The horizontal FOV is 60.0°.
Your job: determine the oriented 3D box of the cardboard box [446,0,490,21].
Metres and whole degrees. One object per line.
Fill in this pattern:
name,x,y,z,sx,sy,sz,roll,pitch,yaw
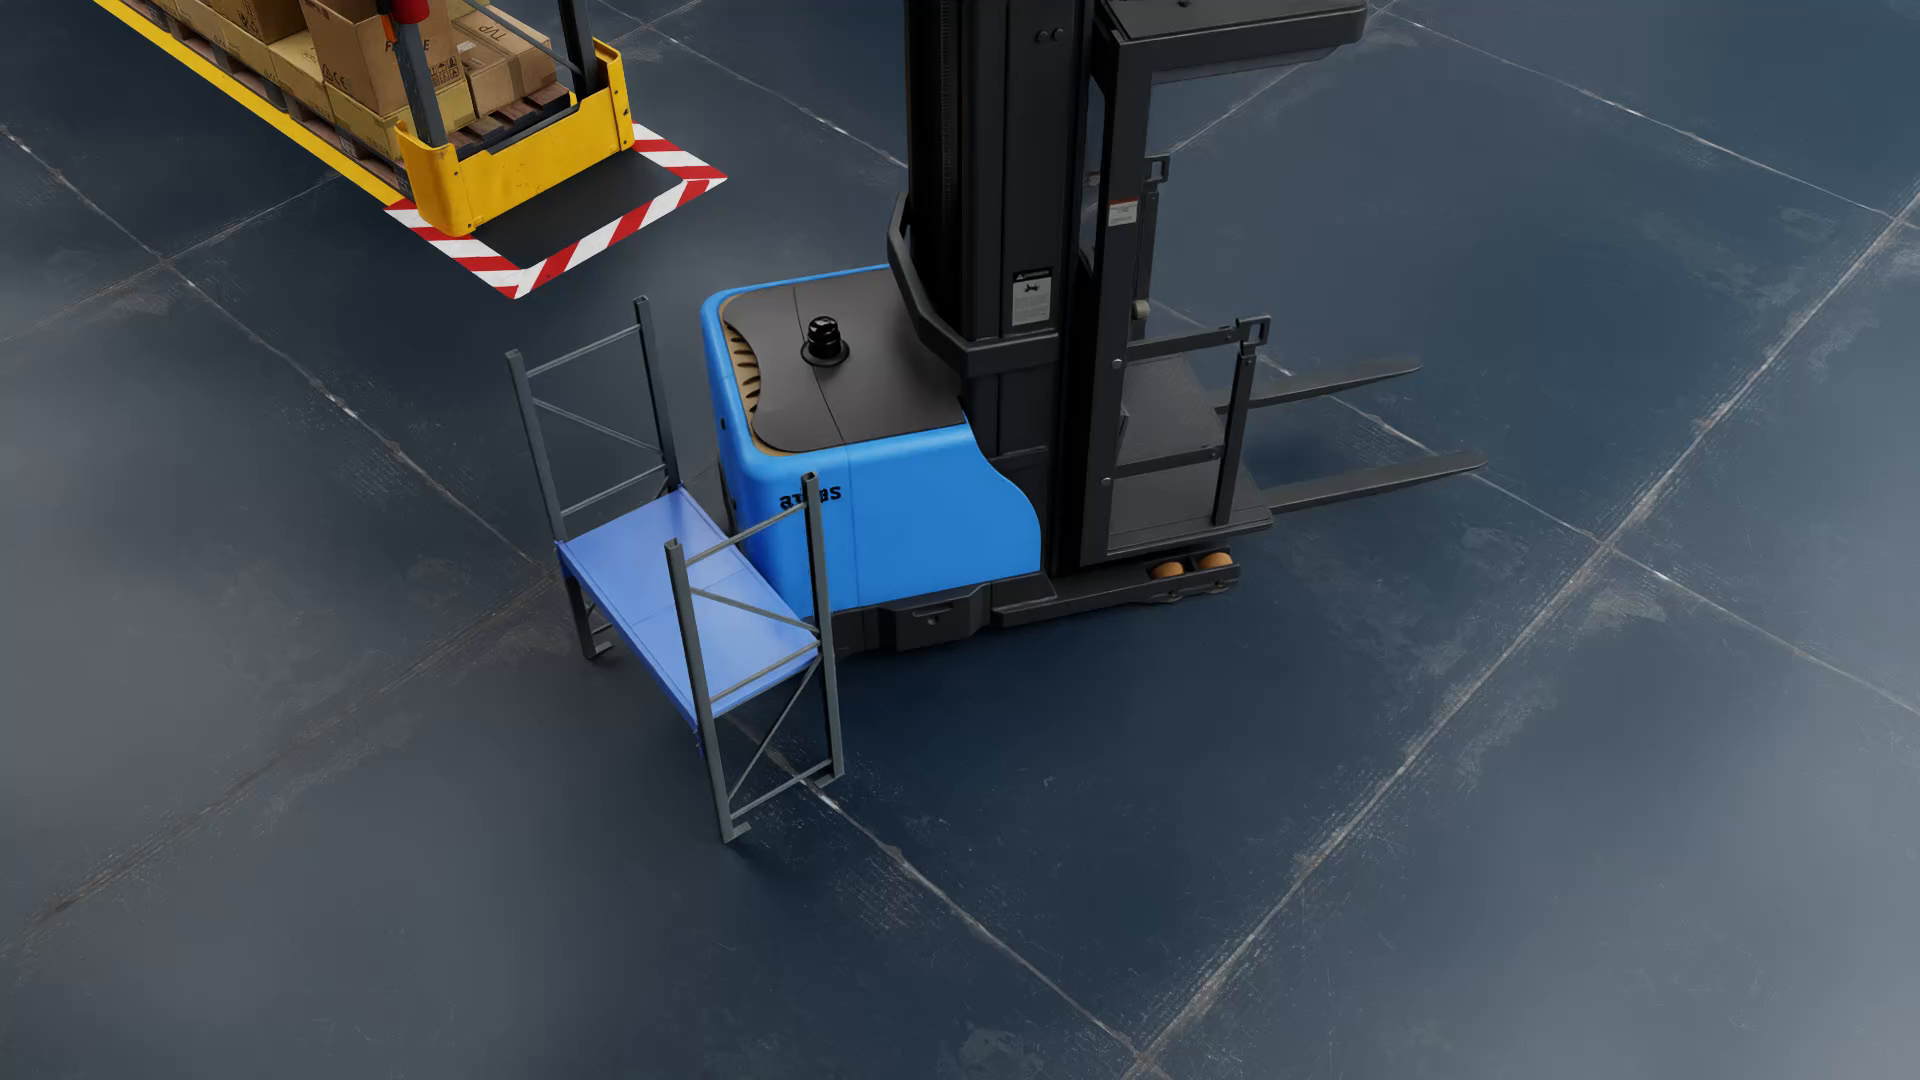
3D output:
cardboard box,-2.828,-2.988,8.582,0.500,0.500,0.500,34,55,28

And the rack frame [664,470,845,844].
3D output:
rack frame,-0.625,0.424,5.323,0.500,1.500,0.032,-28,53,-24

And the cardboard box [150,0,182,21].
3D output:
cardboard box,-4.292,-3.187,9.283,0.500,0.250,0.500,34,55,28

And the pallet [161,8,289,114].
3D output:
pallet,-3.698,-2.903,9.331,1.213,0.211,1.003,34,55,28

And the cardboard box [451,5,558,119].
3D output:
cardboard box,-2.459,-2.485,8.624,0.500,0.250,0.500,34,55,28

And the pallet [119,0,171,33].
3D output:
pallet,-4.599,-3.506,9.897,1.213,0.211,1.003,34,55,28

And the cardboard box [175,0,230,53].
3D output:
cardboard box,-3.921,-2.943,9.054,0.500,0.250,0.500,34,55,28

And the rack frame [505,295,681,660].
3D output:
rack frame,-1.226,-0.174,5.884,0.500,1.500,0.032,-28,53,-24

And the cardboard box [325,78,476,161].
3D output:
cardboard box,-2.810,-2.208,8.363,0.500,0.250,0.500,34,55,28

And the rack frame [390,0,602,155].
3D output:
rack frame,-2.216,-2.898,7.414,0.127,3.000,1.000,34,55,28

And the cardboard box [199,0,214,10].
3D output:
cardboard box,-3.923,-3.198,8.779,0.500,0.500,0.500,34,55,28

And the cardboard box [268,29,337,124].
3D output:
cardboard box,-3.186,-2.449,8.589,0.500,0.250,0.500,34,55,28

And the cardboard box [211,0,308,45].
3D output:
cardboard box,-3.556,-2.950,8.546,0.500,0.500,0.500,34,55,28

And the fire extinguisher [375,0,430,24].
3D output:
fire extinguisher,-2.444,-2.565,7.153,0.183,0.674,0.296,34,55,28

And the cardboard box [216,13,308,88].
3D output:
cardboard box,-3.554,-2.695,8.821,0.500,0.250,0.500,34,55,28

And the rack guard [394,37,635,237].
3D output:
rack guard,-2.198,-2.031,8.314,0.348,0.500,1.175,34,55,28

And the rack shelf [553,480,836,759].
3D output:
rack shelf,-0.926,0.248,5.735,0.538,0.185,1.000,-28,53,-24

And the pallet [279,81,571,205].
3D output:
pallet,-2.806,-2.300,8.764,1.213,0.211,1.003,34,55,28

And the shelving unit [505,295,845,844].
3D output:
shelving unit,-0.926,0.125,5.604,0.538,1.500,1.048,-28,53,-24

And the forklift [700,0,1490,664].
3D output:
forklift,0.603,-1.120,5.791,3.031,2.935,1.130,-11,48,-10

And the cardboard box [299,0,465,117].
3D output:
cardboard box,-2.812,-2.463,8.089,0.500,0.500,0.500,34,55,28

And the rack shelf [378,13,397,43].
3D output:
rack shelf,-3.685,-3.641,8.604,4.000,0.370,1.077,34,55,28

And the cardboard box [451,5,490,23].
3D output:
cardboard box,-2.829,-2.730,8.854,0.500,0.250,0.500,34,55,28
